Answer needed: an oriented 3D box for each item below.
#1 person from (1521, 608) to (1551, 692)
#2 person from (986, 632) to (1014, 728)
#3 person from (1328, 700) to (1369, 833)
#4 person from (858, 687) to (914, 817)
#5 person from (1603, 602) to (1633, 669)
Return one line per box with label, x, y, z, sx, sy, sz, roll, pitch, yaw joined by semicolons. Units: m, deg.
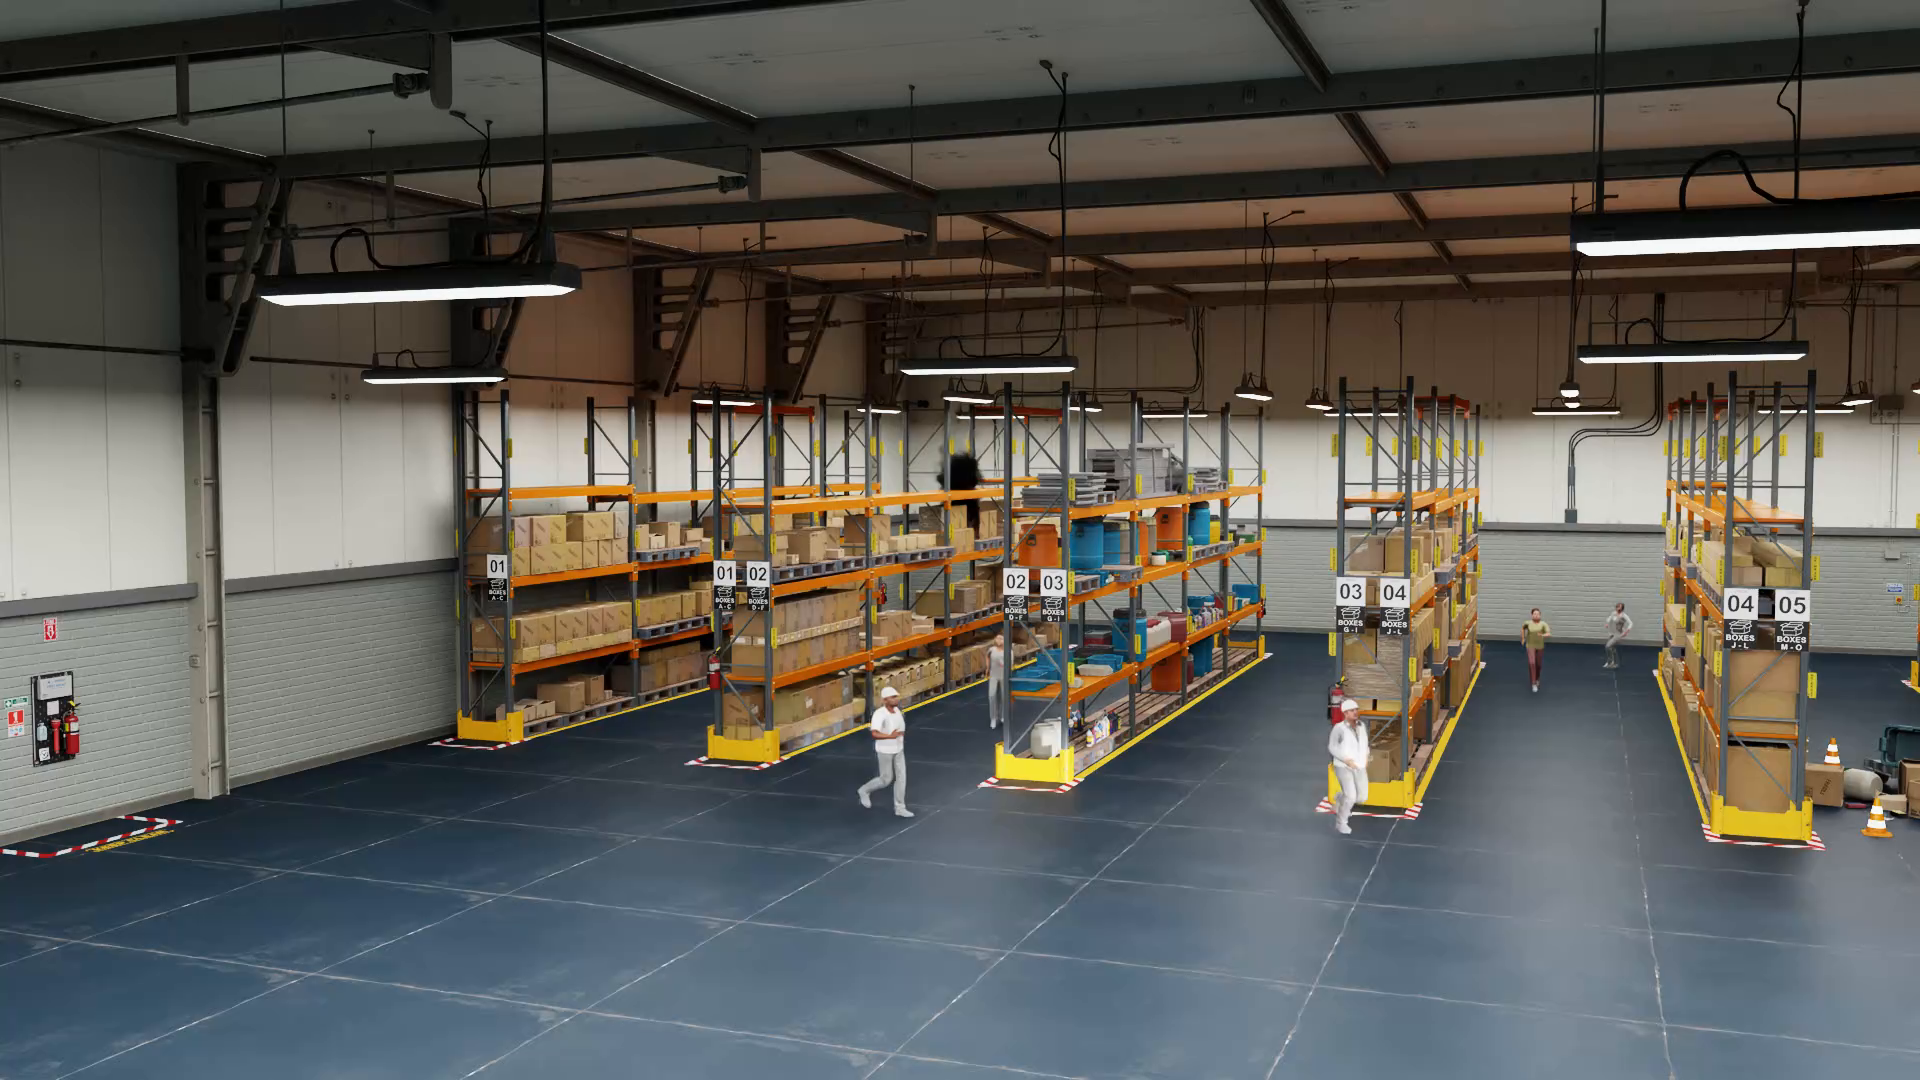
person;11.907;2.245;34.385;0.563;1.677;0.949;1;3;14
person;0.706;2.518;29.957;0.531;1.720;0.738;0;3;9
person;5.103;2.948;21.750;0.686;1.738;0.650;-1;3;-24
person;-0.990;2.865;22.623;0.882;1.747;0.718;2;4;35
person;14.840;2.168;37.581;0.598;1.547;0.626;-1;3;-25
